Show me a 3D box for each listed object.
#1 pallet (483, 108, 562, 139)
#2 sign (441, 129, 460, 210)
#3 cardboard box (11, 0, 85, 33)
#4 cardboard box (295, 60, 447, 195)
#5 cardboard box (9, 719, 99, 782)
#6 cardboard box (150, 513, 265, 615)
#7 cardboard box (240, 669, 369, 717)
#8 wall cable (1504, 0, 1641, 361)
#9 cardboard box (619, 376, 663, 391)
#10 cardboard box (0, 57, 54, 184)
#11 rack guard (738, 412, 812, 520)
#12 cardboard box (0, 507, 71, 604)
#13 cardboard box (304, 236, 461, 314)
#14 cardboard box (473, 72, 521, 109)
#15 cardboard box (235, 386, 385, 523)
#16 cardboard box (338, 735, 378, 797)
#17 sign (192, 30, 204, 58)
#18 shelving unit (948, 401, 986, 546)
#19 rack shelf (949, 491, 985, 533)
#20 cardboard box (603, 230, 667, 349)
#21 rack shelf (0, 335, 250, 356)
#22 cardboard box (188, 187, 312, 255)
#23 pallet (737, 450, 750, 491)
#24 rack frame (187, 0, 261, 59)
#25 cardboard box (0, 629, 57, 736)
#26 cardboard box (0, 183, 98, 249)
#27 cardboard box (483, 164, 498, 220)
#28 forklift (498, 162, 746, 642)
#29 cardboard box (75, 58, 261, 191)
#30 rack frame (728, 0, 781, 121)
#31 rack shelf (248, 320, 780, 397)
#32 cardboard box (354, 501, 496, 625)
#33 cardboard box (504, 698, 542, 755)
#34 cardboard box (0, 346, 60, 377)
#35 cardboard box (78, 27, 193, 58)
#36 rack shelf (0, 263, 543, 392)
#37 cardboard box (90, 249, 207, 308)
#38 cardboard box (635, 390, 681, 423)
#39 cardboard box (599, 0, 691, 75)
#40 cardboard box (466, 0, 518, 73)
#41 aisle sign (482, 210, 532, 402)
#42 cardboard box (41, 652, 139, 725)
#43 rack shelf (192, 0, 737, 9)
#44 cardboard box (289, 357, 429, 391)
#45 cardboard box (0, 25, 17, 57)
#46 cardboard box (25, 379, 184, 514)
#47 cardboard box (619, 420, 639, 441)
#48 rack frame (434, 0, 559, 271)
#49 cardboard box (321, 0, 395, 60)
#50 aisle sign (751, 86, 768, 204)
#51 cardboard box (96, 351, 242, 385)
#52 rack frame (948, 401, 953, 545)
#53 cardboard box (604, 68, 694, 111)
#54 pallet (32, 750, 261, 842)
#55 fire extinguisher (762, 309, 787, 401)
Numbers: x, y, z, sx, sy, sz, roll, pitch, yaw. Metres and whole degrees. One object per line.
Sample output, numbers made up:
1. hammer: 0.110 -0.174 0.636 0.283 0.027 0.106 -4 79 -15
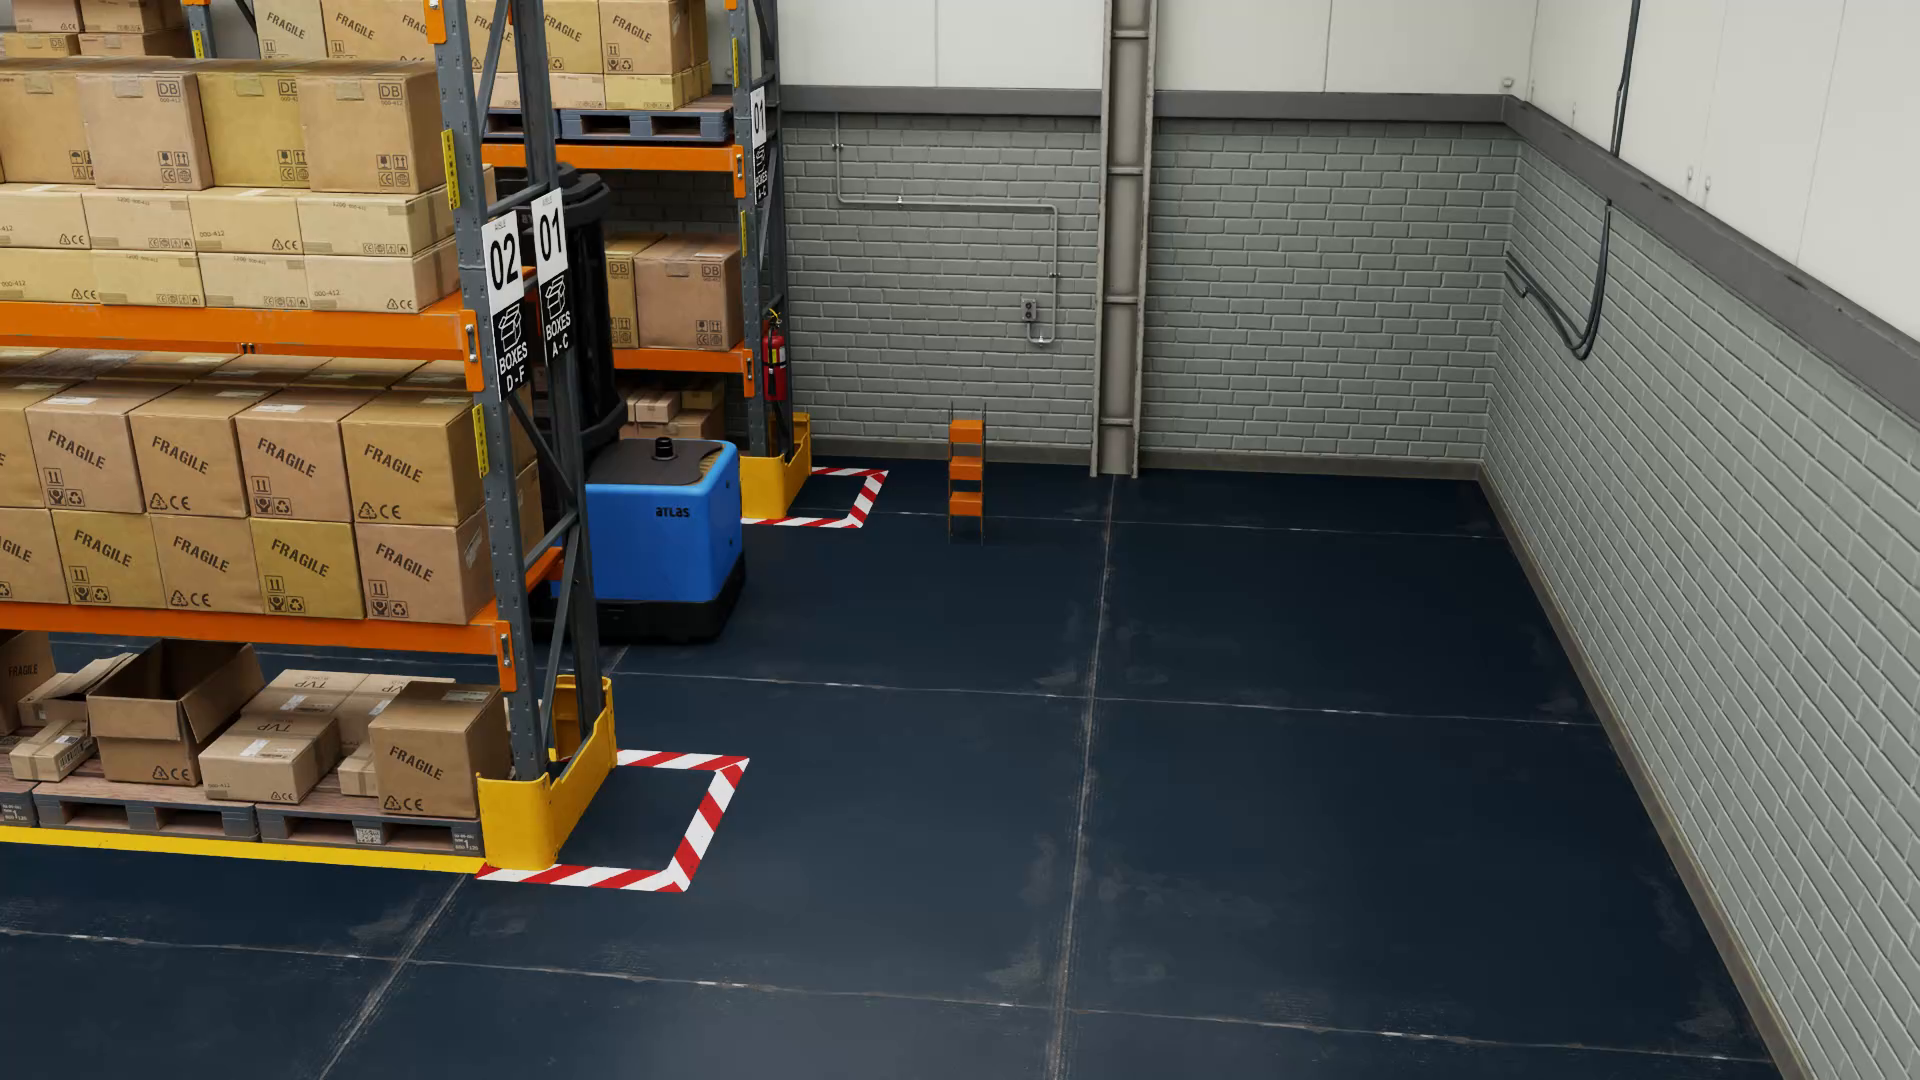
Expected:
1. pallet: -3.443 -3.205 12.508 1.213 0.211 1.003 2 22 6
2. sign: -2.155 -1.567 7.040 0.005 0.325 0.100 2 22 6
3. cardboard box: -6.871 -4.043 12.753 0.500 0.250 0.500 2 22 5
4. cardboard box: -2.582 -1.885 7.553 0.500 0.500 0.700 2 22 6
5. cardboard box: -4.790 1.108 8.812 0.250 0.166 0.380 2 22 6
6. cardboard box: -3.557 0.026 8.158 0.500 0.500 0.500 3 22 7
7. cardboard box: -3.569 0.941 9.121 0.500 0.250 0.500 2 22 6
8. wall cable: 4.084 -2.742 11.359 0.112 2.526 3.097 2 22 6
9. cardboard box: -2.553 -1.189 13.313 0.250 0.149 0.380 3 22 6
10. cardboard box: -4.577 -1.942 7.697 0.500 0.500 0.700 2 22 6
11. rack guard: -1.467 -0.608 13.297 0.348 0.500 1.175 2 22 6
12. cardboard box: -4.562 -0.017 8.267 0.500 0.500 0.500 2 22 6
13. cardboard box: -2.611 -1.214 7.554 0.500 0.250 0.500 2 22 6
14. cardboard box: -3.283 -3.316 12.164 0.500 0.250 0.500 2 22 5
15. cardboard box: -3.046 -0.414 7.912 0.500 0.500 0.500 3 22 8
16. cardboard box: -3.030 1.167 8.665 0.250 0.166 0.380 2 22 6
17. sign: -5.517 -3.528 12.071 0.005 0.325 0.100 2 22 6
18. shelving unit: 0.053 -0.486 12.241 0.252 1.050 0.215 2 22 6
19. rack shelf: 0.053 -0.218 12.347 0.240 0.259 0.215 2 22 6
20. cardboard box: -2.722 -1.957 12.901 0.700 0.700 0.980 2 22 6
21. rack shelf: -7.449 -1.696 13.629 4.000 0.370 1.077 2 22 6
22. cardboard box: -3.106 -1.471 7.524 0.500 0.250 0.500 2 22 6
23. pallet: -2.294 -0.480 13.368 1.213 0.211 1.003 2 22 6
24. rack frame: -5.463 -4.734 12.175 0.127 3.000 1.000 2 22 6
25. cardboard box: -5.443 0.743 9.281 0.500 0.500 0.500 2 22 6
26. cardboard box: -4.100 -1.513 7.631 0.500 0.250 0.500 2 22 6
27. cardboard box: -2.549 -1.637 7.946 0.500 0.250 0.500 2 22 6
28. forklift: -3.030 -0.907 10.748 3.031 2.935 1.130 2 22 4
29. cardboard box: -3.577 -1.920 7.641 0.500 0.500 0.700 2 22 6
30. rack frame: -1.490 -4.561 11.737 0.127 3.000 1.000 2 22 6
31. rack shelf: -3.477 -1.523 13.191 4.000 0.370 1.077 2 22 6
32. cardboard box: -2.546 0.071 8.044 0.500 0.500 0.500 3 22 8
33. cardboard box: -2.445 1.015 9.072 0.250 0.149 0.380 2 22 6
34. cardboard box: -5.000 -0.699 8.631 0.500 0.500 0.500 2 22 5
35. cardboard box: -6.324 -3.669 12.825 0.500 0.500 0.700 1 22 3
36. rack shelf: -4.056 -1.109 8.065 4.000 0.370 1.077 2 22 6
37. cardboard box: -3.604 -1.256 7.661 0.500 0.250 0.500 2 22 6
38. cardboard box: -2.346 -1.039 12.933 0.250 0.149 0.380 2 22 6
39. cardboard box: -2.249 -3.619 11.911 0.500 0.500 0.500 2 22 6
40. cardboard box: -3.264 -3.664 12.025 0.500 0.500 0.500 2 22 4
41. aisle sign: -2.038 -1.057 7.497 0.004 0.787 0.394 2 22 6
42. cardboard box: -4.698 0.864 9.234 0.500 0.311 0.500 2 22 6
43. rack shelf: -3.477 -4.127 12.162 4.000 0.370 1.077 2 22 6
44. cardboard box: -2.999 -0.609 8.405 0.500 0.500 0.500 3 22 7
45. cardboard box: -7.374 -3.714 12.940 0.500 0.500 0.700 2 22 6
46. cardboard box: -4.071 -0.457 8.021 0.500 0.500 0.500 3 22 8
47. cardboard box: -2.694 -0.819 13.262 0.500 0.500 0.700 2 22 6
48. rack frame: -2.070 -2.752 7.162 0.127 3.000 1.000 2 22 6
49. cardboard box: -4.277 -3.707 12.133 0.500 0.500 0.500 2 22 5
50. aisle sign: -1.454 -2.868 12.077 0.004 0.787 0.394 2 22 6
51. cardboard box: -4.000 -0.654 8.519 0.500 0.500 0.500 2 22 6
52. rack frame: -0.068 -0.491 12.254 0.008 1.050 0.200 2 22 6
53. cardboard box: -2.249 -3.273 12.056 0.500 0.250 0.500 3 22 8
54. pallet: -4.145 1.243 9.008 1.213 0.211 1.003 2 22 6
55. fire extinguisher: -1.395 -1.387 12.480 0.183 0.674 0.296 2 22 6
